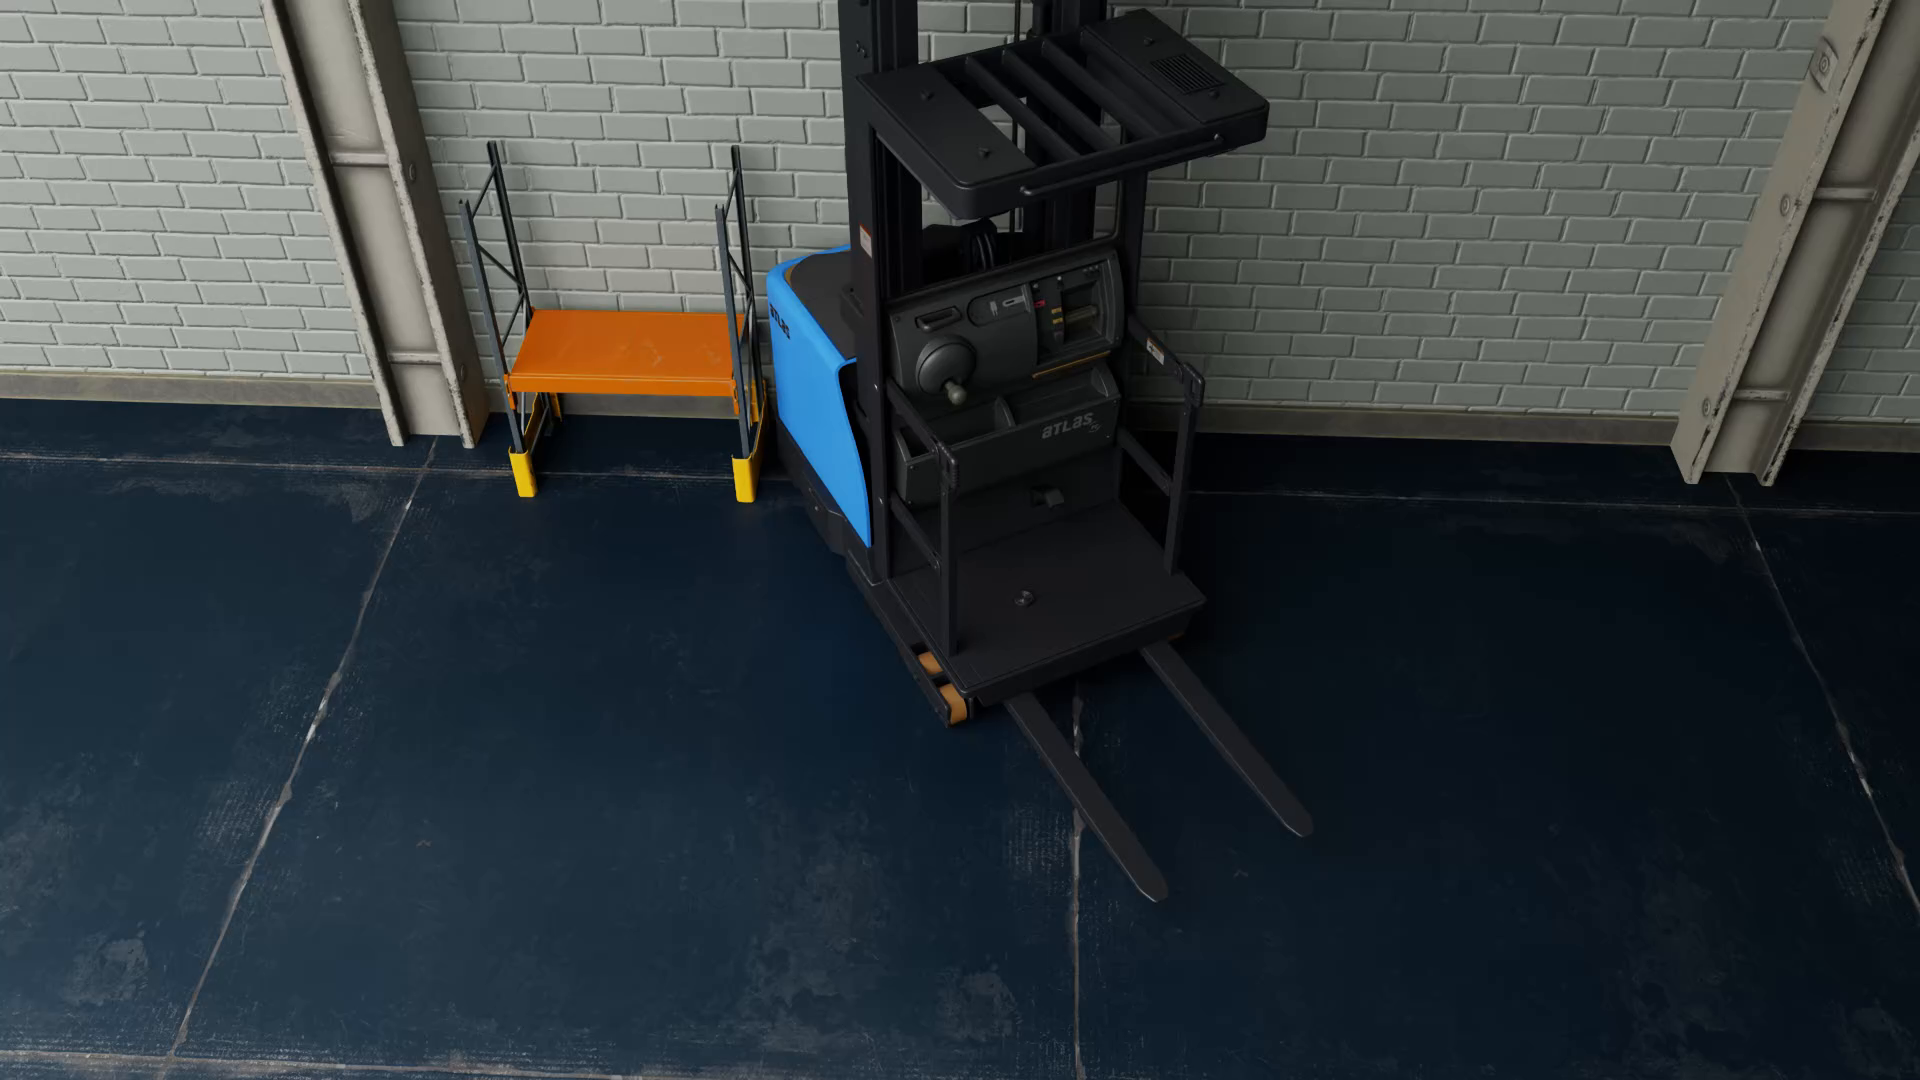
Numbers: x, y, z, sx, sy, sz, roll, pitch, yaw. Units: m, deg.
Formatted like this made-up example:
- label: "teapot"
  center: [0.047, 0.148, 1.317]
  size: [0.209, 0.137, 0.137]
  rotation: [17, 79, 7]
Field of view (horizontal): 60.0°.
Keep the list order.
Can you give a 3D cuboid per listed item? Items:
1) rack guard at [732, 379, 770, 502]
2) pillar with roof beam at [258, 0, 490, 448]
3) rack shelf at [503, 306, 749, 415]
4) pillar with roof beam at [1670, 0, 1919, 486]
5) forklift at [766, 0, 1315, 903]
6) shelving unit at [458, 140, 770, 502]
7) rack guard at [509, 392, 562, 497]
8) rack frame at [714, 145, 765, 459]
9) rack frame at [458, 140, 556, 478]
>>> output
- label: "rack guard"
  center: [-0.959, -0.462, 7.648]
  size: [0.087, 0.250, 0.587]
  rotation: [1, 43, 2]
- label: "pillar with roof beam"
  center: [-2.658, -0.903, 1.703]
  size: [0.400, 9.000, 9.100]
  rotation: [2, 43, 2]
- label: "rack shelf"
  center: [-1.448, -0.800, 7.357]
  size: [1.000, 0.185, 0.538]
  rotation: [1, 43, 2]
- label: "pillar with roof beam"
  center: [3.336, -0.719, 1.505]
  size: [0.400, 9.000, 9.100]
  rotation: [2, 43, 2]
- label: "forklift"
  center: [0.281, -0.694, 5.930]
  size: [1.130, 2.935, 3.031]
  rotation: [-19, 46, -19]
- label: "shelving unit"
  center: [-1.457, -0.932, 7.235]
  size: [1.083, 1.500, 0.587]
  rotation: [1, 43, 2]
- label: "rack guard"
  center: [-1.955, -0.487, 7.675]
  size: [0.087, 0.250, 0.587]
  rotation: [1, 43, 2]
- label: "rack frame"
  center: [-0.940, -0.919, 7.221]
  size: [0.032, 1.500, 0.500]
  rotation: [1, 43, 2]
- label: "rack frame"
  center: [-1.956, -0.944, 7.249]
  size: [0.032, 1.500, 0.500]
  rotation: [1, 43, 2]
